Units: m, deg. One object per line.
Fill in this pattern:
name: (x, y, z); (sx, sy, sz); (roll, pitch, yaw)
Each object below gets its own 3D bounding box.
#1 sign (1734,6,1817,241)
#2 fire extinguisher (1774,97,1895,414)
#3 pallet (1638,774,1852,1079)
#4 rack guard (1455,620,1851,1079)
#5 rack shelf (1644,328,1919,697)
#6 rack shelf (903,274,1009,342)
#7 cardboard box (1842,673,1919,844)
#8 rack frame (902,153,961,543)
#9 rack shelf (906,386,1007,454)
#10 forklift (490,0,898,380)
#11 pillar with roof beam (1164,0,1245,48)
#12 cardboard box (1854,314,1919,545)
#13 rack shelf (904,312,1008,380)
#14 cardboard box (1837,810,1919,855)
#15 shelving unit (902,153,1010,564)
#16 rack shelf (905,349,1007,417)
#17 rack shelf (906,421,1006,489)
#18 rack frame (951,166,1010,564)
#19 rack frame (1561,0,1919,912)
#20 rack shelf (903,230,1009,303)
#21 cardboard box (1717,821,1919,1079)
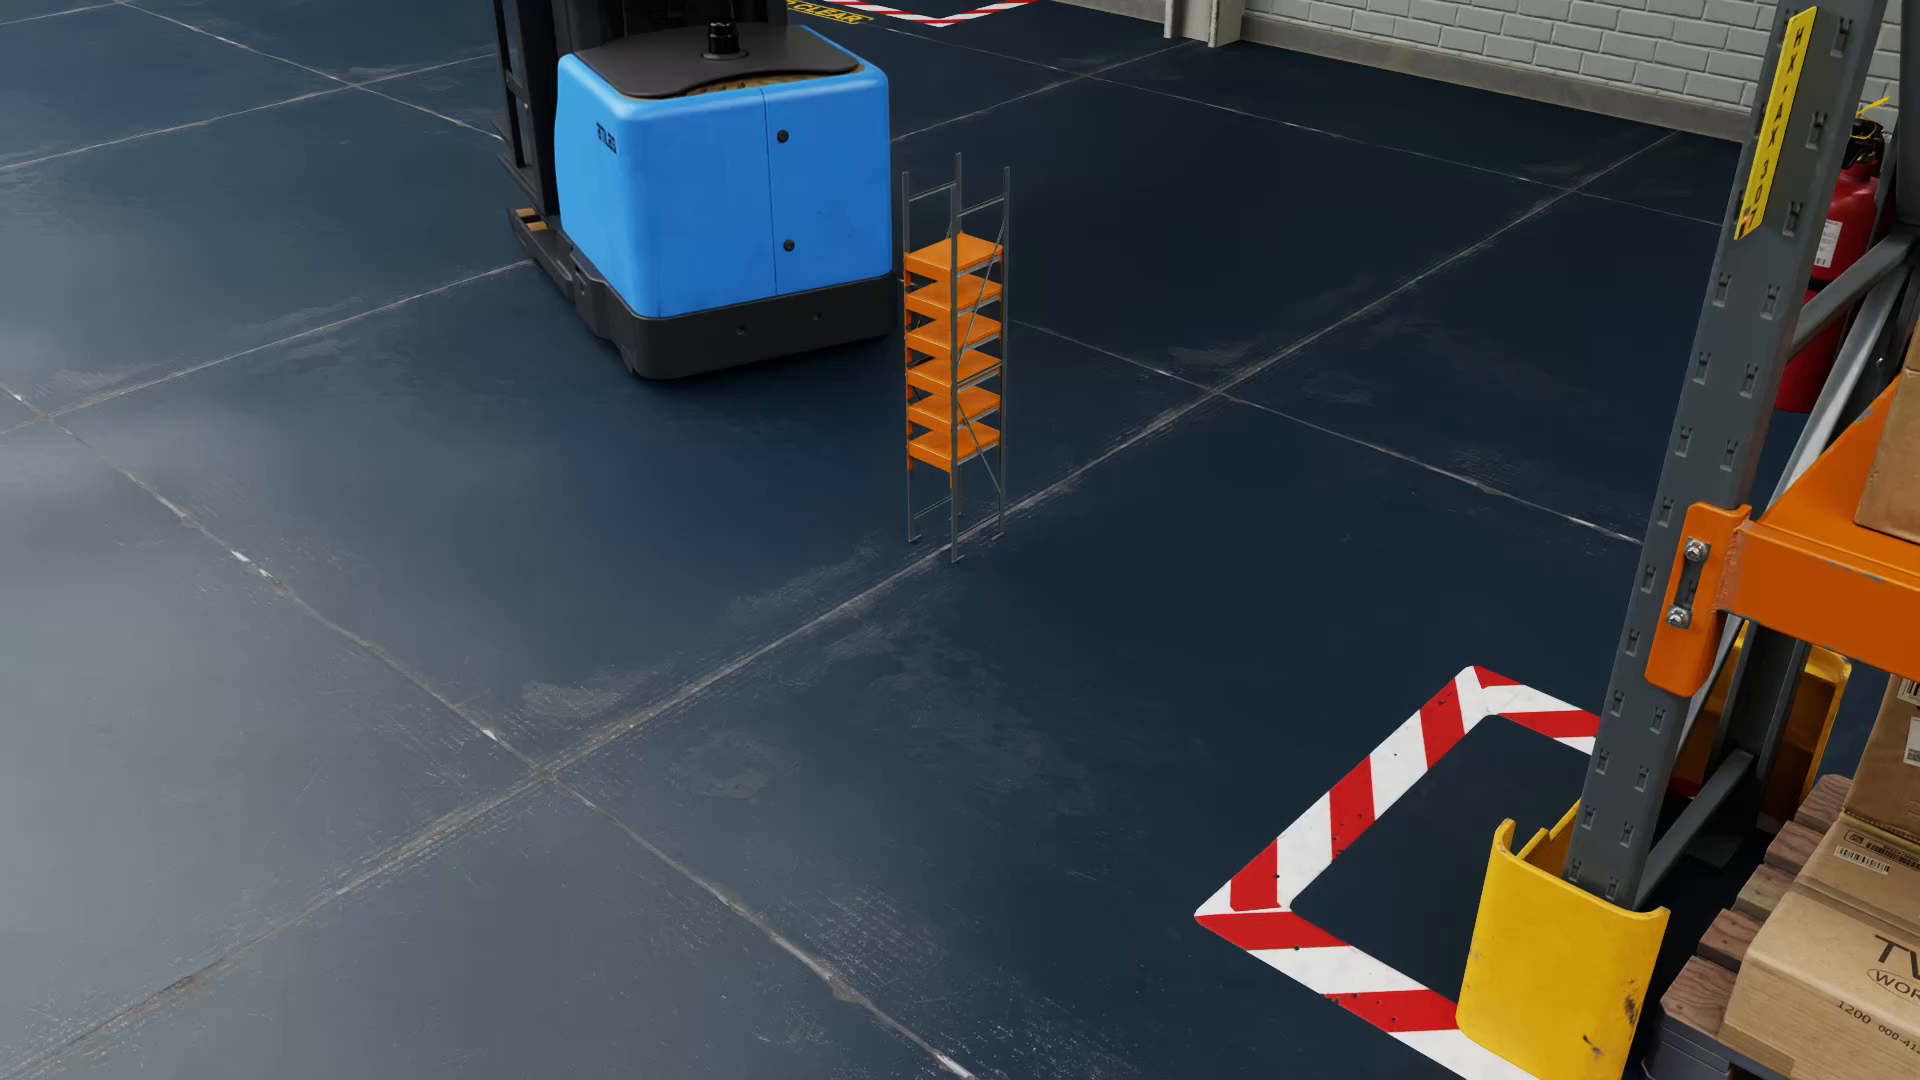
sign: (1.191, -0.605, 2.430); (0.005, 0.325, 0.100); (25, 39, 35)
fire extinguisher: (1.792, -0.596, 3.406); (0.183, 0.674, 0.296); (25, 39, 35)
pallet: (2.163, 1.033, 3.329); (1.213, 0.211, 1.003); (25, 39, 35)
rack guard: (1.550, 0.652, 3.682); (0.348, 0.500, 1.175); (25, 39, 35)
rack shelf: (3.050, 0.590, 2.059); (4.000, 0.370, 1.077); (25, 39, 35)
rack shelf: (-0.011, -0.687, 4.848); (0.180, 0.103, 0.258); (25, 39, 35)
cardboard box: (2.165, 0.338, 3.311); (0.500, 0.500, 0.500); (25, 39, 35)
rack frame: (-0.079, -0.551, 5.001); (0.006, 1.200, 0.240); (25, 39, 35)
rack shelf: (-0.011, -0.378, 5.034); (0.180, 0.103, 0.258); (25, 39, 35)
forklift: (-1.365, -2.579, 6.692); (1.130, 2.935, 3.031); (-15, 34, -23)
pillar with roof beam: (-1.349, -5.395, 5.486); (0.400, 9.000, 9.100); (25, 39, 35)
cardboard box: (1.905, -0.287, 2.721); (0.500, 0.500, 0.700); (25, 39, 35)
rack shelf: (-0.011, -0.584, 4.910); (0.180, 0.103, 0.258); (25, 39, 35)
cardboard box: (2.163, 0.661, 3.503); (0.500, 0.250, 0.500); (25, 39, 35)
shelving unit: (-0.011, -0.519, 4.949); (0.189, 1.200, 0.258); (25, 39, 35)
rack shelf: (-0.011, -0.481, 4.972); (0.180, 0.103, 0.258); (25, 39, 35)
rack shelf: (-0.011, -0.275, 5.096); (0.180, 0.103, 0.258); (25, 39, 35)
rack frame: (0.057, -0.487, 4.896); (0.006, 1.200, 0.240); (25, 39, 35)
rack frame: (1.567, -0.410, 3.023); (0.127, 3.000, 1.000); (25, 39, 35)
rack shelf: (-0.011, -0.789, 4.786); (0.180, 0.103, 0.258); (25, 39, 35)
cardboard box: (1.816, 0.859, 3.174); (0.500, 0.250, 0.500); (25, 39, 35)
